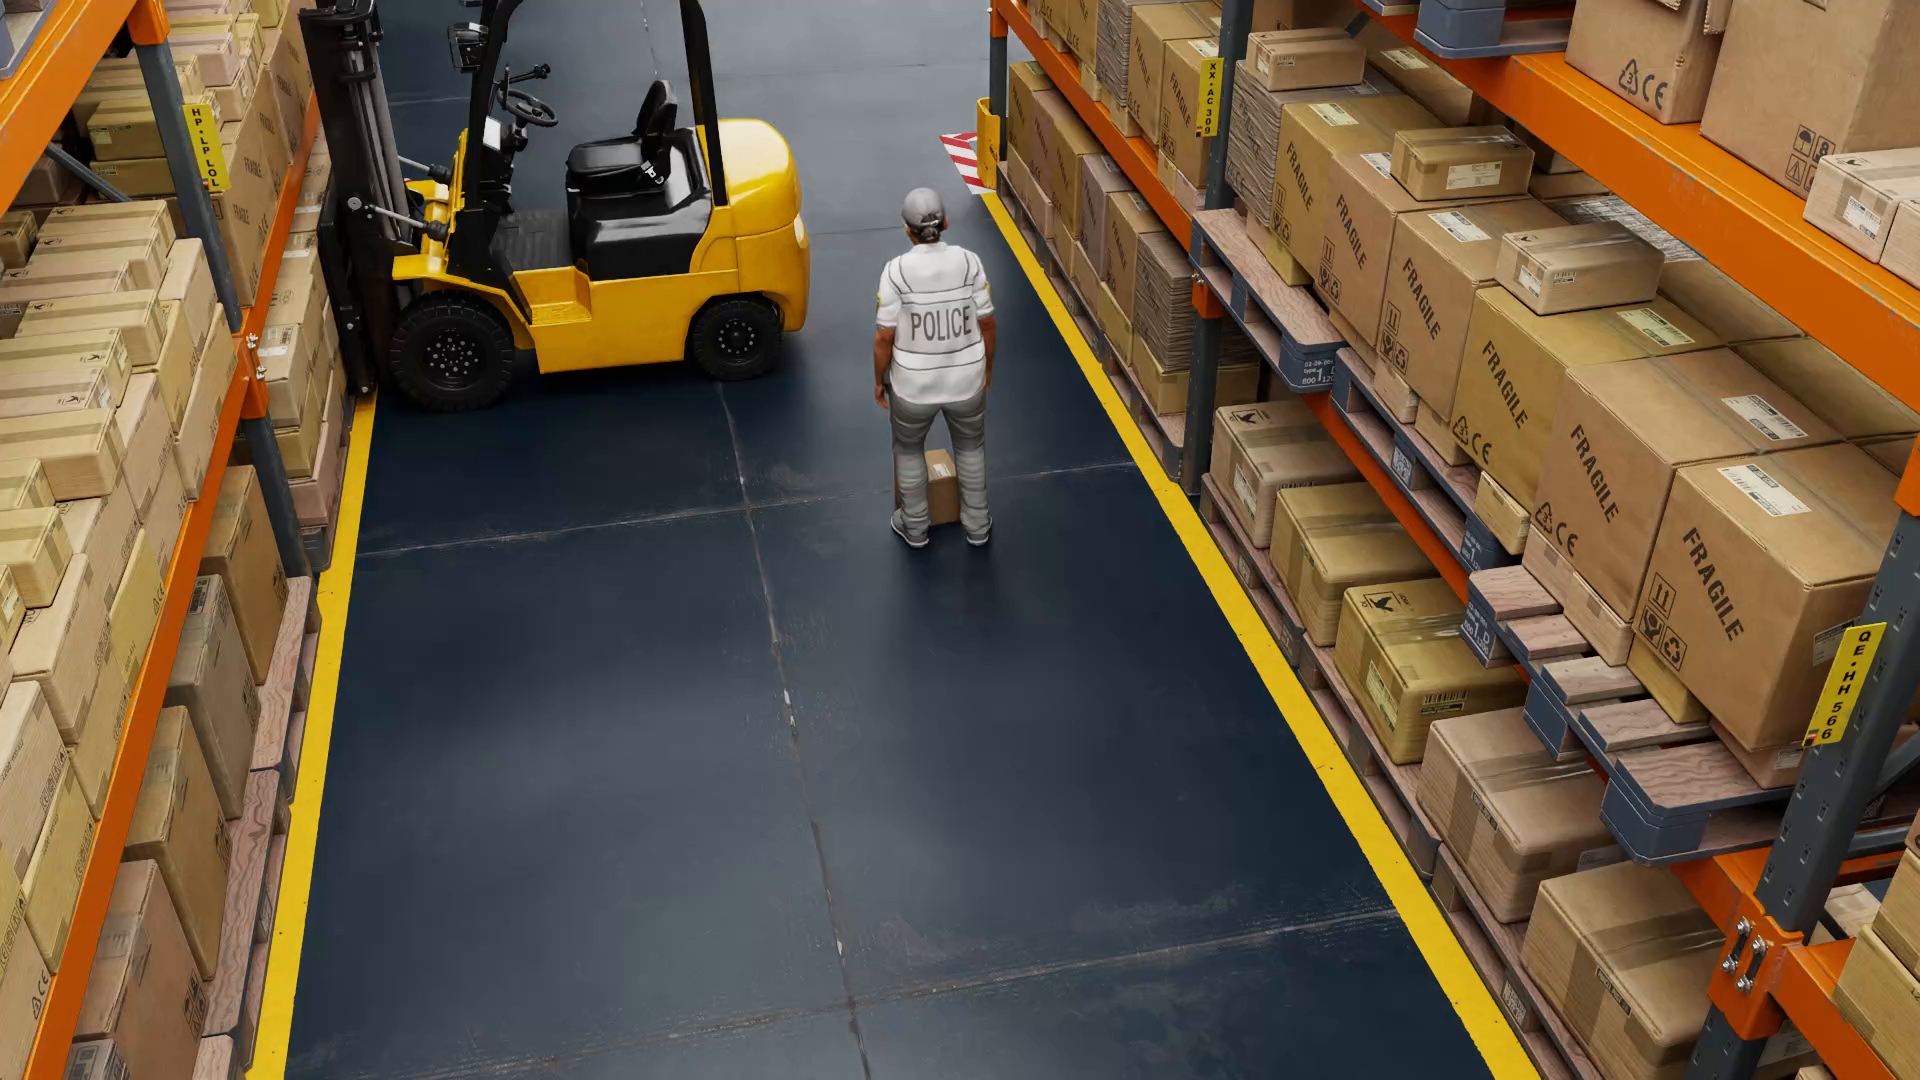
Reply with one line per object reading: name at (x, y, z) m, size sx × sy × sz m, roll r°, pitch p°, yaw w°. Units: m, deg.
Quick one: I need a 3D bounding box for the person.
person at (-0.104, -0.701, 7.156) m, size 0.547 × 1.666 × 0.473 m, roll -8°, pitch 35°, yaw -11°
